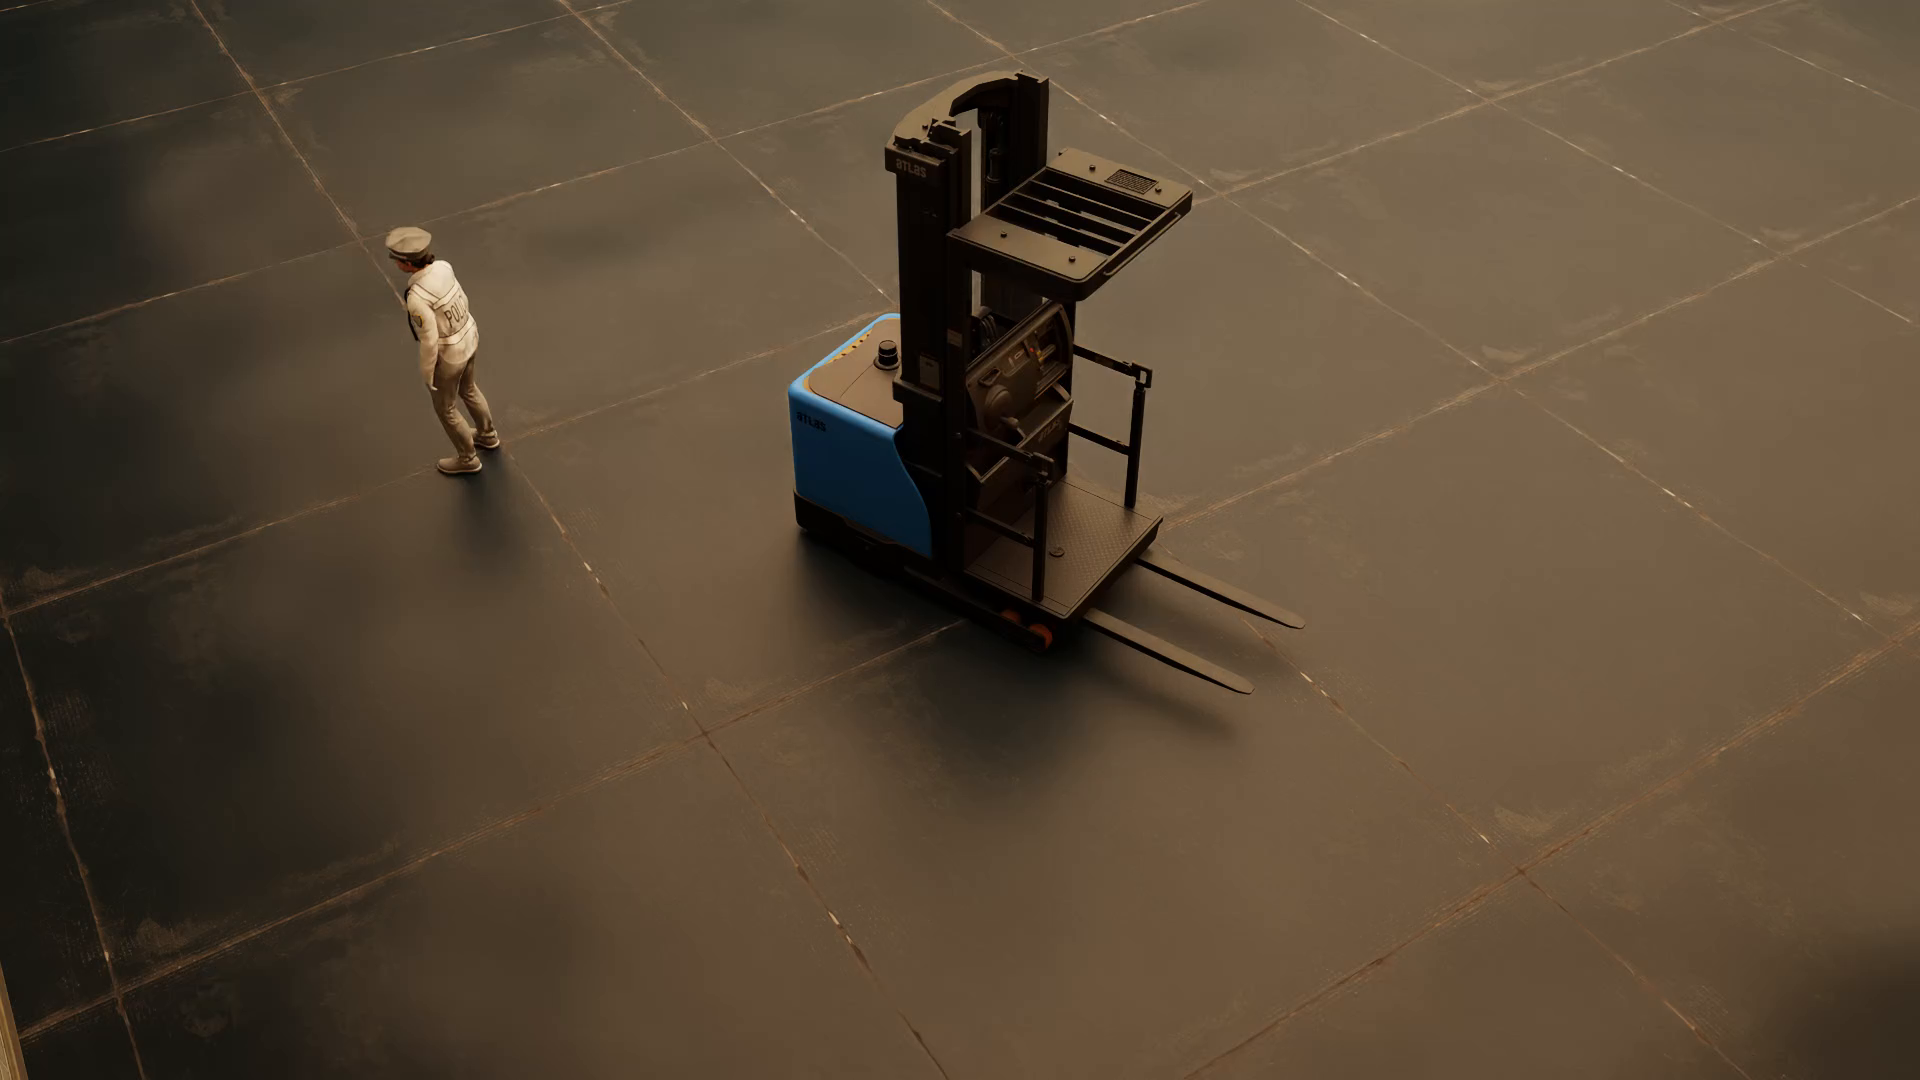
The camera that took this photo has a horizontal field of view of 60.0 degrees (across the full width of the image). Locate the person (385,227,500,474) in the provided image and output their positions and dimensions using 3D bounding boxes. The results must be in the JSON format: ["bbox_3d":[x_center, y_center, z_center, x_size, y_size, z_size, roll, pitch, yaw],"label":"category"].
[{"bbox_3d":[-3.135,-1.142,10.143,0.373,1.662,0.536,8,42,9],"label":"person"}]

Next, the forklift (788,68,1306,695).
[{"bbox_3d":[0.496,-0.872,8.869,3.031,2.935,1.130,25,47,26],"label":"forklift"}]
